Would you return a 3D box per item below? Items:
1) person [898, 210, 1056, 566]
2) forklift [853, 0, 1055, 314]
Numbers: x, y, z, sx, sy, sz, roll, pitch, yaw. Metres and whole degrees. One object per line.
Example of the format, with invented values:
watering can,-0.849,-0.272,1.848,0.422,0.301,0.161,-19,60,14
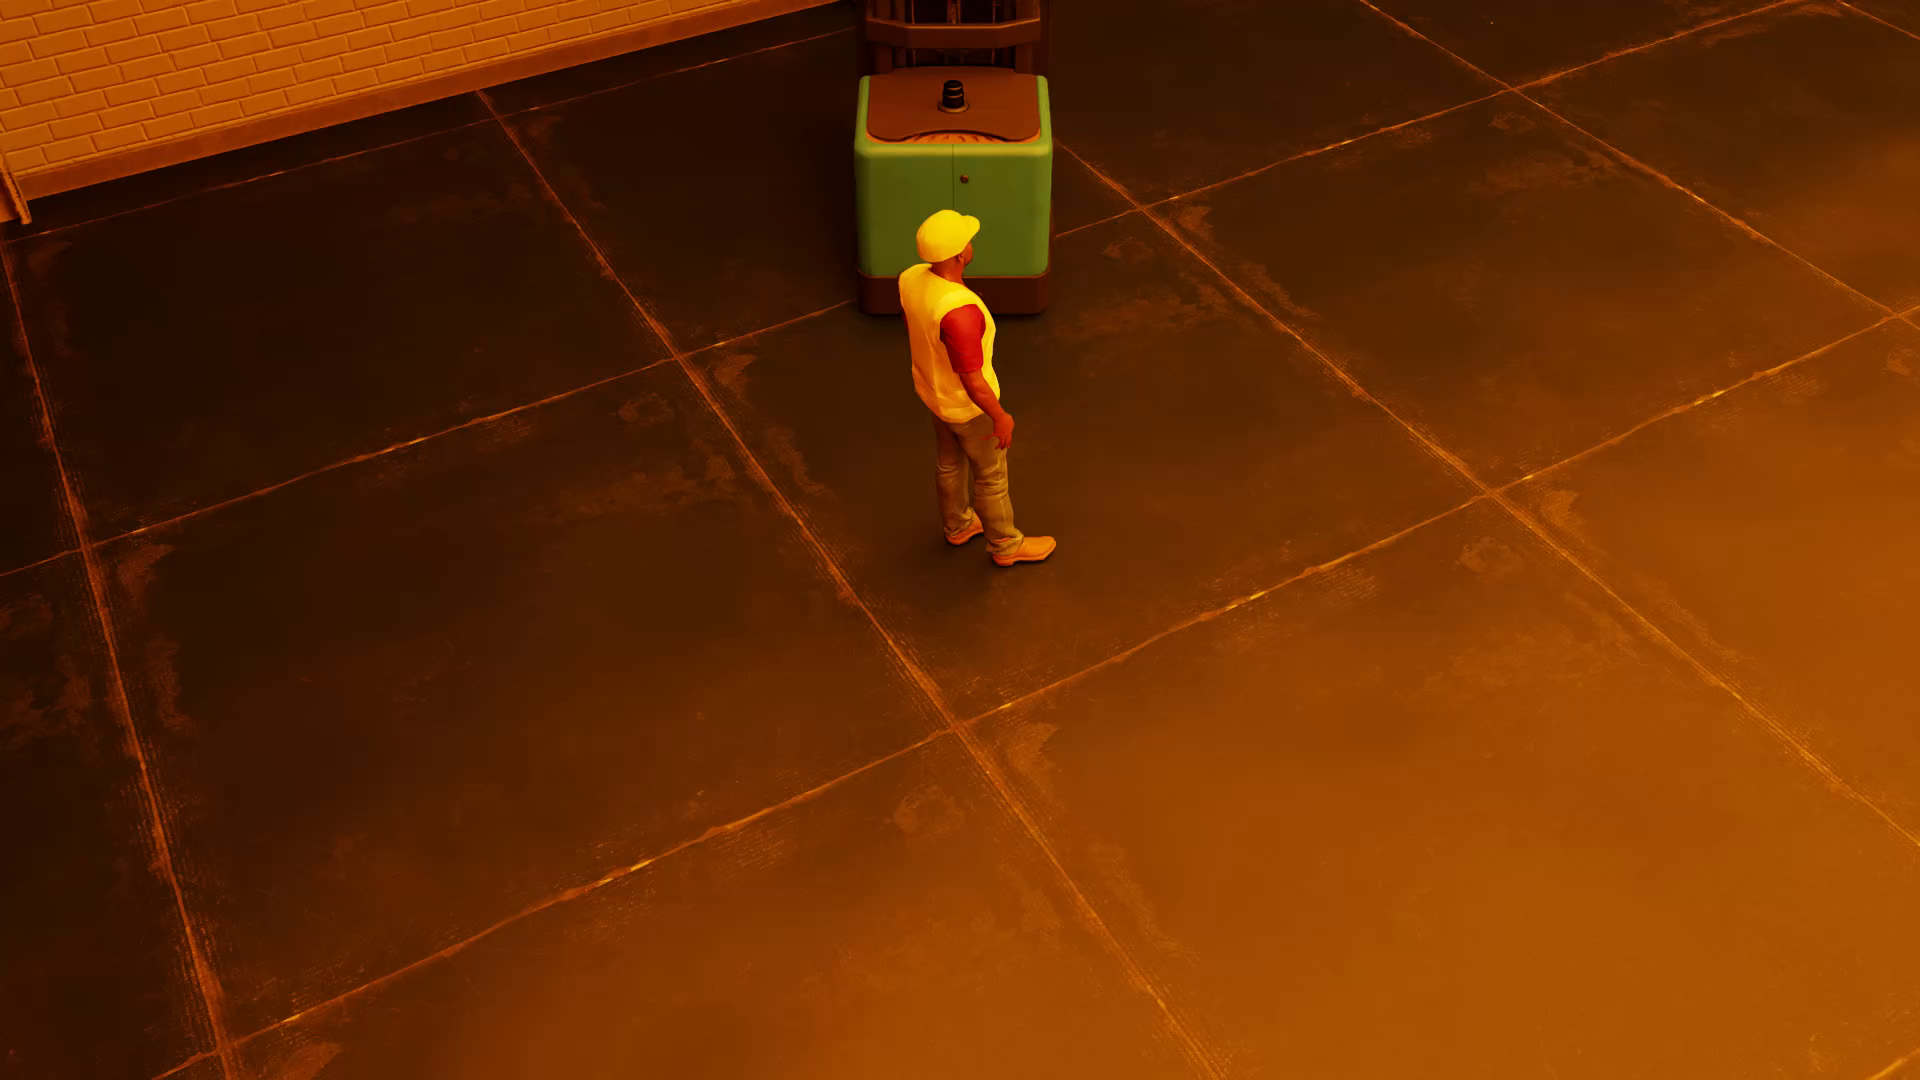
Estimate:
person,0.063,-0.673,7.269,0.577,1.765,0.666,-21,47,-21
forklift,-0.036,-3.285,9.240,1.130,2.935,3.031,0,43,0
